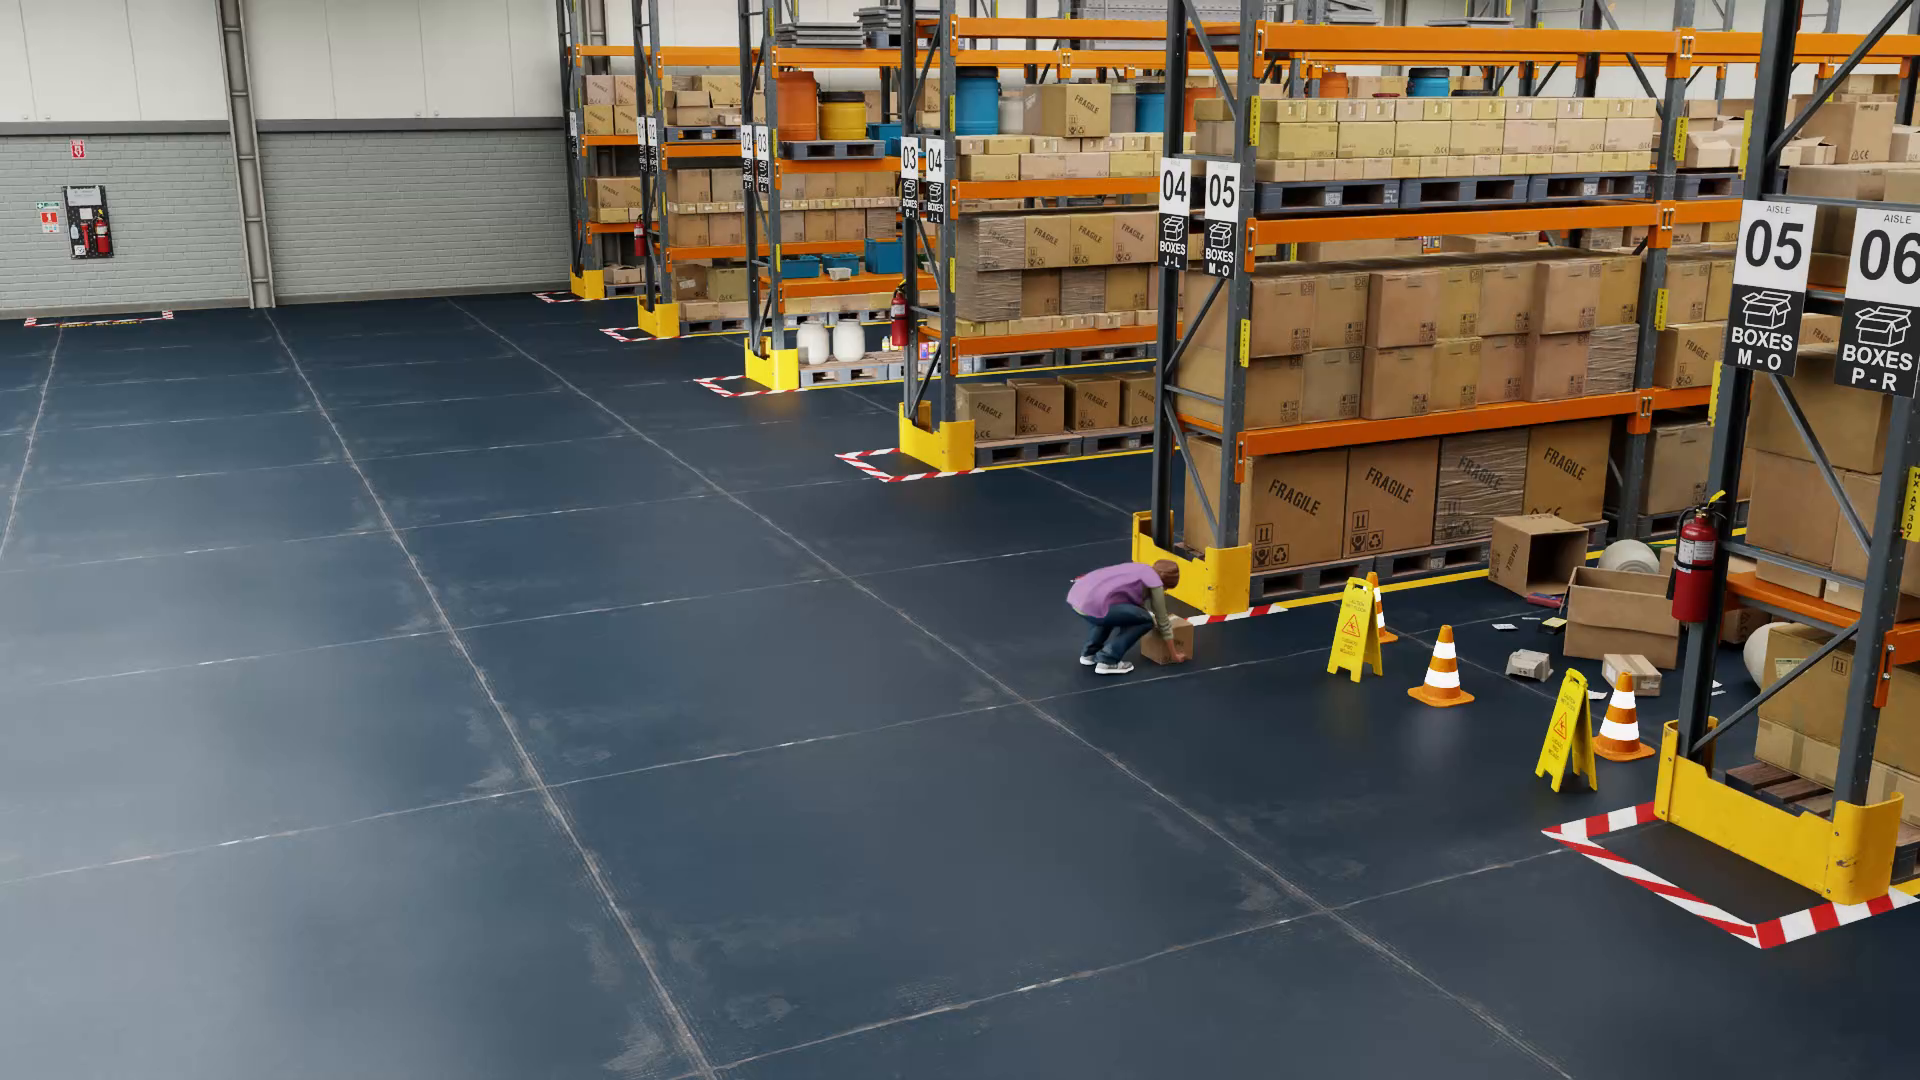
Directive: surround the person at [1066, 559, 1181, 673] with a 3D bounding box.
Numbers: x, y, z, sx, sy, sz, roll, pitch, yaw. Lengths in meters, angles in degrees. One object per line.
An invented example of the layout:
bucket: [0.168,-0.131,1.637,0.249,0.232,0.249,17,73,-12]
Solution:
person: [1.095,0.511,10.966,0.866,0.709,0.421,-8,17,-26]
